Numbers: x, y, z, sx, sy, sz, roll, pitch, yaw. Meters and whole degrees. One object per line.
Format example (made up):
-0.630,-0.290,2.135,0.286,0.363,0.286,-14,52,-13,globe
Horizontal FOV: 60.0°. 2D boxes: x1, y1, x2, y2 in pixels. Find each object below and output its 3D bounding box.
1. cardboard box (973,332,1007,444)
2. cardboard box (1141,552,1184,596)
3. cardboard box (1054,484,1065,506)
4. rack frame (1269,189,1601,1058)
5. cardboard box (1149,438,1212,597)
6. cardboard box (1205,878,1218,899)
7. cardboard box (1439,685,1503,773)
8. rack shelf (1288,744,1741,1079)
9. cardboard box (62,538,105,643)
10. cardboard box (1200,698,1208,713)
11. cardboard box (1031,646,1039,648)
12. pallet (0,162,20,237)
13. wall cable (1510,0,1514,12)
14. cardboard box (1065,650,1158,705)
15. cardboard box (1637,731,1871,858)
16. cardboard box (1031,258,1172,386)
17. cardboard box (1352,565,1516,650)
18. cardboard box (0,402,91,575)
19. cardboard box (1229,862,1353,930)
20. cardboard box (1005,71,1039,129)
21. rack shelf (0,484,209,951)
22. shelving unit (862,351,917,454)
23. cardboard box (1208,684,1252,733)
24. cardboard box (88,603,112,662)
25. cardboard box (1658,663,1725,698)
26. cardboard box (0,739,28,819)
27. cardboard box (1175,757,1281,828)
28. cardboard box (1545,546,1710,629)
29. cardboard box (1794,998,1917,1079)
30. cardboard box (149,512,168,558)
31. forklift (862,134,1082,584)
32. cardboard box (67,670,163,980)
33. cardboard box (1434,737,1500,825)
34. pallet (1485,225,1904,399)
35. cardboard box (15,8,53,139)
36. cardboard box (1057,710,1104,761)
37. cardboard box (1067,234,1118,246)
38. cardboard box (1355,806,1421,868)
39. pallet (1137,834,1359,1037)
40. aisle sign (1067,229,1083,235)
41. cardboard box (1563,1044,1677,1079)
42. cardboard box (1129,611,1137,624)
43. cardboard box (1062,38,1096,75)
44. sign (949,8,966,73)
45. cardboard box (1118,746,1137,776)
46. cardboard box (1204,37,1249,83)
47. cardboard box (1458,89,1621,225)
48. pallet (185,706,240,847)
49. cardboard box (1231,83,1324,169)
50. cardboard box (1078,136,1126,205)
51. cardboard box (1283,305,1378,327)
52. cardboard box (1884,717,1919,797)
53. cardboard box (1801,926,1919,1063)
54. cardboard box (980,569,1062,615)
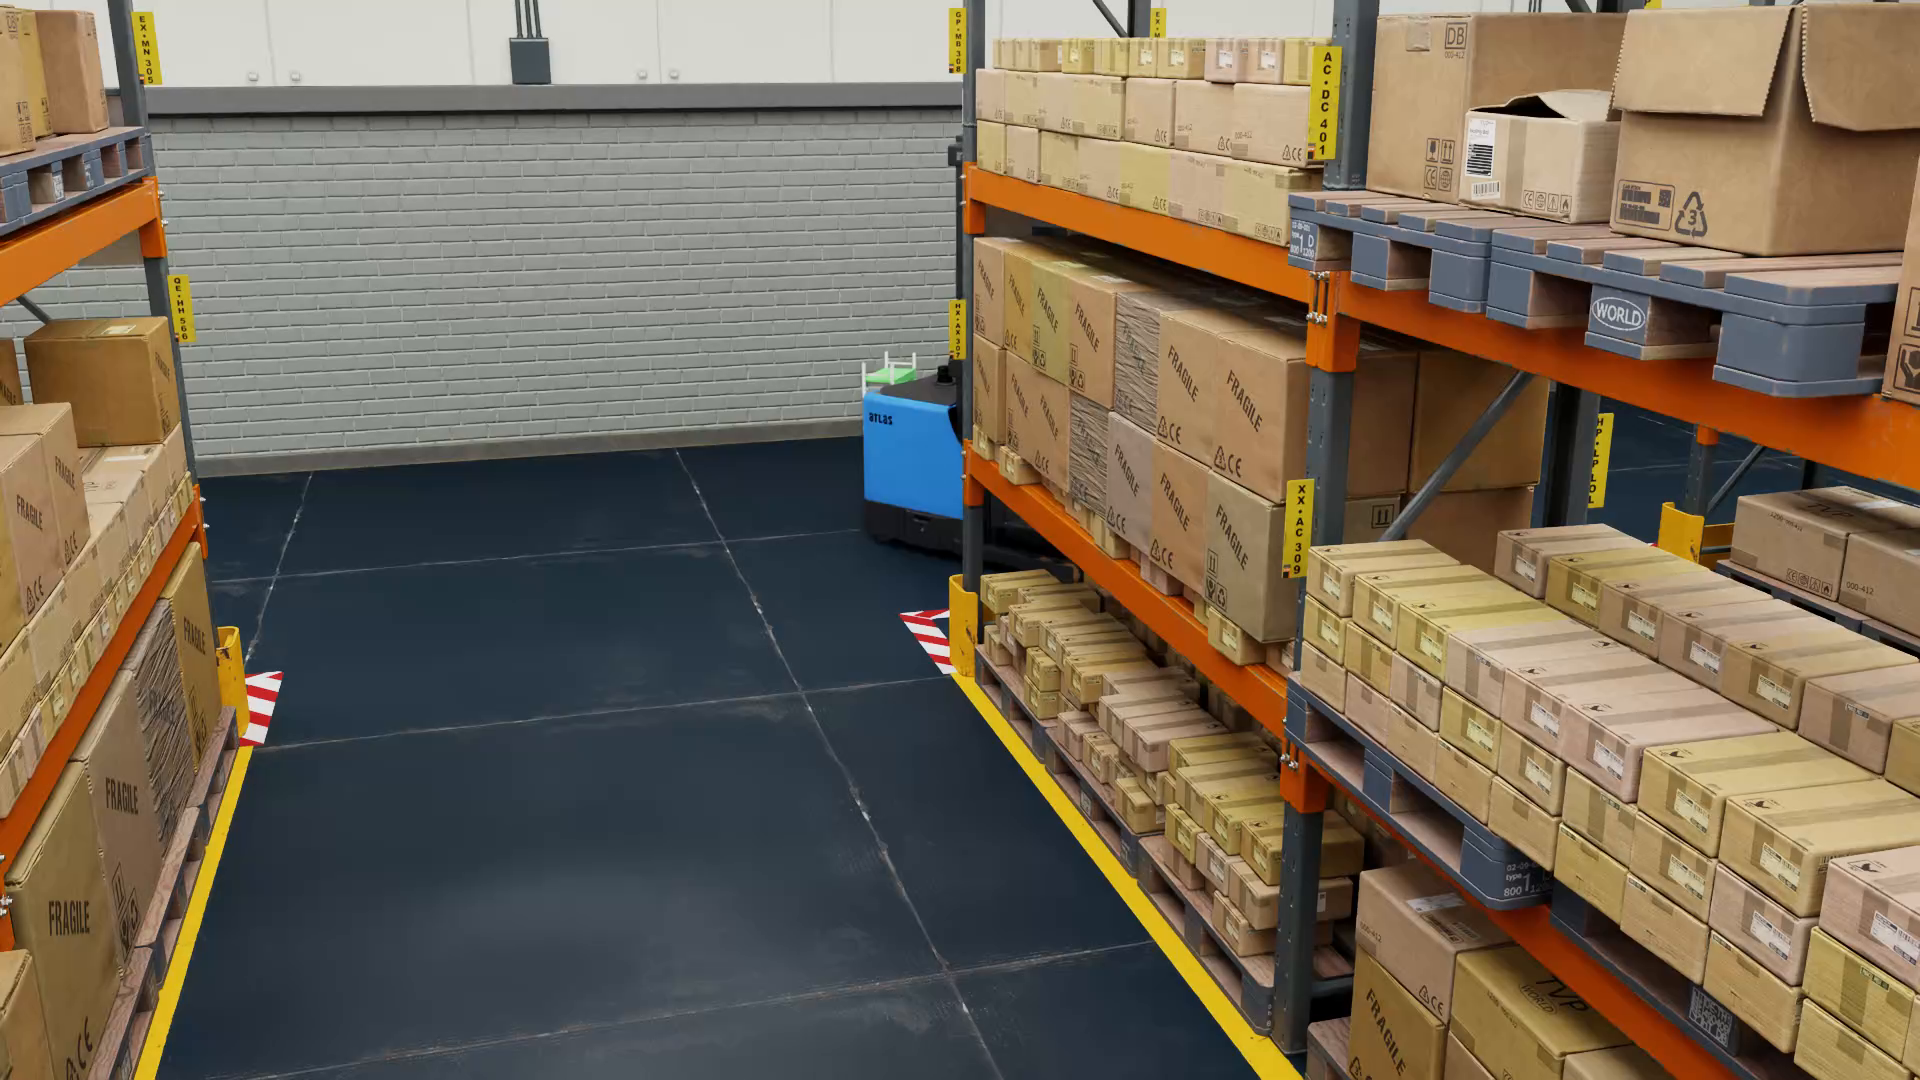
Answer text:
0.370,-0.817,8.767,0.500,0.500,0.500,-4,17,-13,cardboard box
0.966,0.106,6.821,0.380,0.149,0.250,-5,18,-18,cardboard box
0.672,-0.253,8.018,0.380,0.149,0.250,-5,17,-16,cardboard box
1.611,0.334,5.627,1.000,3.000,0.127,-5,17,-15,rack frame
1.065,-0.112,6.419,0.500,0.500,0.500,-5,17,-17,cardboard box
1.185,1.338,6.509,0.380,0.149,0.250,-4,17,-14,cardboard box
1.494,0.471,4.361,0.380,0.149,0.250,-5,18,-18,cardboard box
2.161,1.232,3.889,1.077,0.370,4.000,-5,17,-15,rack shelf
-3.342,0.196,5.829,0.500,0.250,0.500,-4,17,-14,cardboard box
1.283,0.731,8.014,0.380,0.149,0.250,-4,17,-12,cardboard box
0.582,0.555,8.598,0.380,0.149,0.250,-4,17,-15,cardboard box
-3.400,-0.923,4.752,1.003,0.211,1.213,-5,17,-15,pallet
4.133,-5.675,15.202,2.355,3.000,0.029,-5,17,-15,wall cable
0.710,0.641,7.796,0.380,0.149,0.250,-4,17,-14,cardboard box
1.711,0.545,3.595,0.380,0.149,0.250,-4,17,-14,cardboard box
0.646,-1.012,7.678,0.500,0.500,0.500,-5,17,-16,cardboard box
1.360,0.190,4.778,0.380,0.149,0.250,-4,17,-14,cardboard box
-3.347,-0.165,5.727,0.500,0.500,0.500,-5,18,-17,cardboard box
1.219,1.294,6.140,0.380,0.149,0.250,-4,17,-14,cardboard box
0.527,-2.091,7.875,0.500,0.250,0.500,-5,17,-16,cardboard box
-3.735,0.489,6.359,1.077,0.370,4.000,-5,17,-15,rack shelf
-0.520,-0.766,12.417,0.258,1.200,0.503,5,17,17,shelving unit
1.341,0.738,7.471,0.380,0.149,0.250,-5,18,-18,cardboard box
-3.304,0.352,6.004,0.380,0.149,0.250,-4,17,-15,cardboard box
2.129,0.422,4.523,0.380,0.149,0.250,-5,18,-17,cardboard box
-2.947,0.710,4.810,0.380,0.149,0.250,-5,17,-15,cardboard box
1.080,0.999,6.602,0.380,0.149,0.250,-5,17,-16,cardboard box
1.984,0.138,4.951,0.380,0.149,0.250,-5,17,-17,cardboard box
1.855,0.976,3.196,0.380,0.149,0.250,-5,18,-18,cardboard box
-3.661,-0.005,7.191,0.380,0.149,0.250,-4,17,-14,cardboard box
0.780,-1.261,11.056,3.031,2.935,1.130,12,21,36,forklift
-3.537,1.077,6.117,0.875,0.875,0.875,-5,17,-15,cardboard box
1.492,0.614,4.402,0.380,0.149,0.250,-5,17,-15,cardboard box
1.966,-0.547,3.671,1.213,0.211,1.003,-5,17,-15,pallet
-4.052,-1.837,6.562,0.700,0.500,0.500,-5,18,-17,cardboard box
0.685,0.914,7.920,0.380,0.149,0.250,-6,18,-18,cardboard box
0.877,-1.335,8.753,0.500,0.500,0.500,-5,17,-16,cardboard box
1.716,1.101,6.263,0.380,0.149,0.250,-4,17,-13,cardboard box
1.393,1.486,6.637,1.003,0.211,1.213,-5,17,-15,pallet
0.780,-2.062,9.082,0.394,0.787,0.004,-5,17,-15,aisle sign
1.845,1.485,4.108,0.500,0.250,0.500,-4,17,-13,cardboard box
1.108,0.369,8.702,0.380,0.149,0.250,-5,17,-16,cardboard box
0.659,-2.097,7.203,0.380,0.149,0.250,-4,17,-14,cardboard box
-0.010,-2.585,8.610,0.100,0.325,0.005,-5,17,-15,sign
0.924,0.925,7.366,0.380,0.149,0.250,-6,18,-18,cardboard box
1.072,-1.663,5.758,0.380,0.149,0.250,-5,17,-15,cardboard box
1.651,-1.001,4.282,0.500,0.311,0.500,-5,17,-16,cardboard box
-3.990,1.142,7.783,1.003,0.211,1.213,-5,17,-15,pallet
1.240,-1.378,5.503,0.500,0.250,0.500,-6,18,-18,cardboard box
0.815,-1.562,6.984,0.500,0.250,0.500,-5,17,-16,cardboard box
1.564,-0.622,6.379,0.500,0.500,0.500,-5,18,-17,cardboard box
2.342,0.499,3.751,0.380,0.149,0.250,-5,17,-16,cardboard box
1.853,0.832,3.159,0.380,0.149,0.250,-5,17,-16,cardboard box
0.329,0.278,9.002,0.380,0.149,0.250,-6,18,-18,cardboard box
